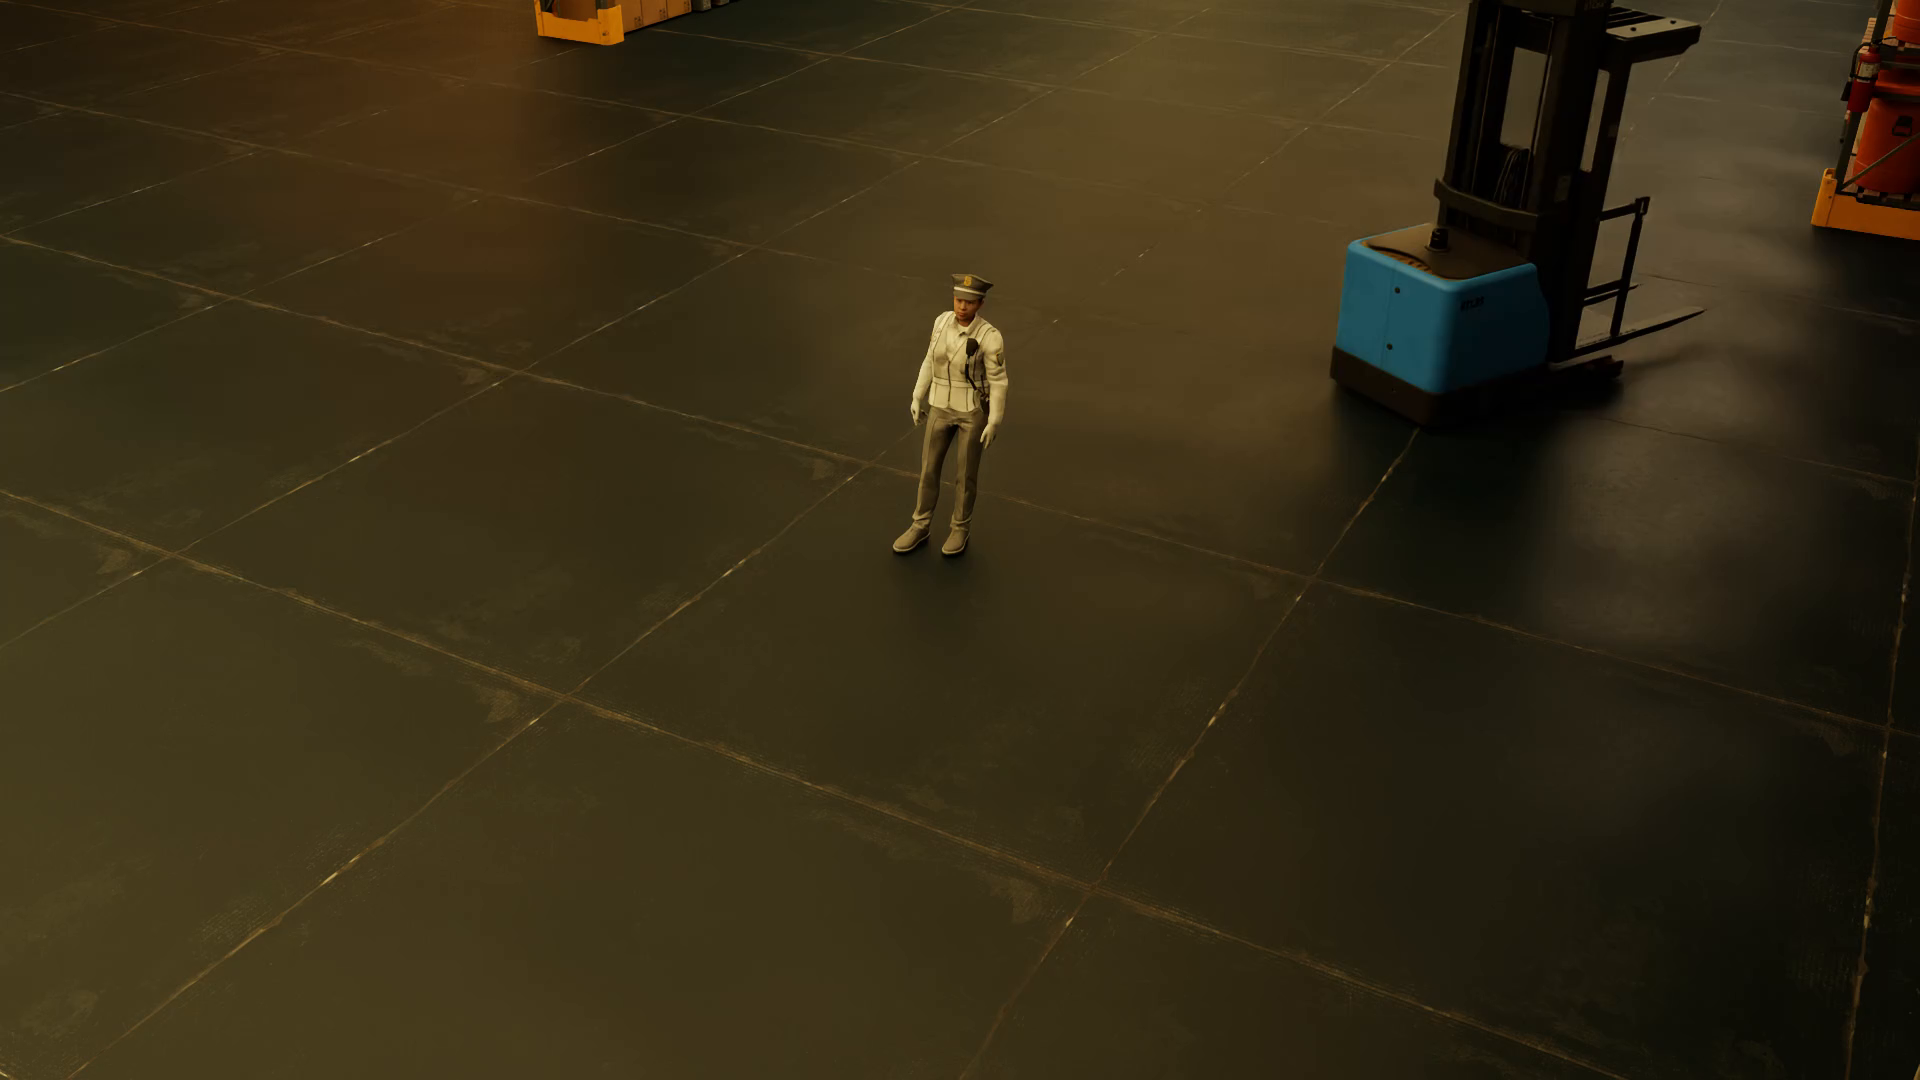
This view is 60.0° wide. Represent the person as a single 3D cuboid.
[{"bbox_3d":[-0.040,-0.712,9.527,0.586,1.694,0.530,15,33,25],"label":"person"}]

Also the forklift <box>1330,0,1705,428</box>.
[{"bbox_3d":[4.170,-2.567,11.519,3.031,2.935,1.130,-17,34,-27],"label":"forklift"}]
